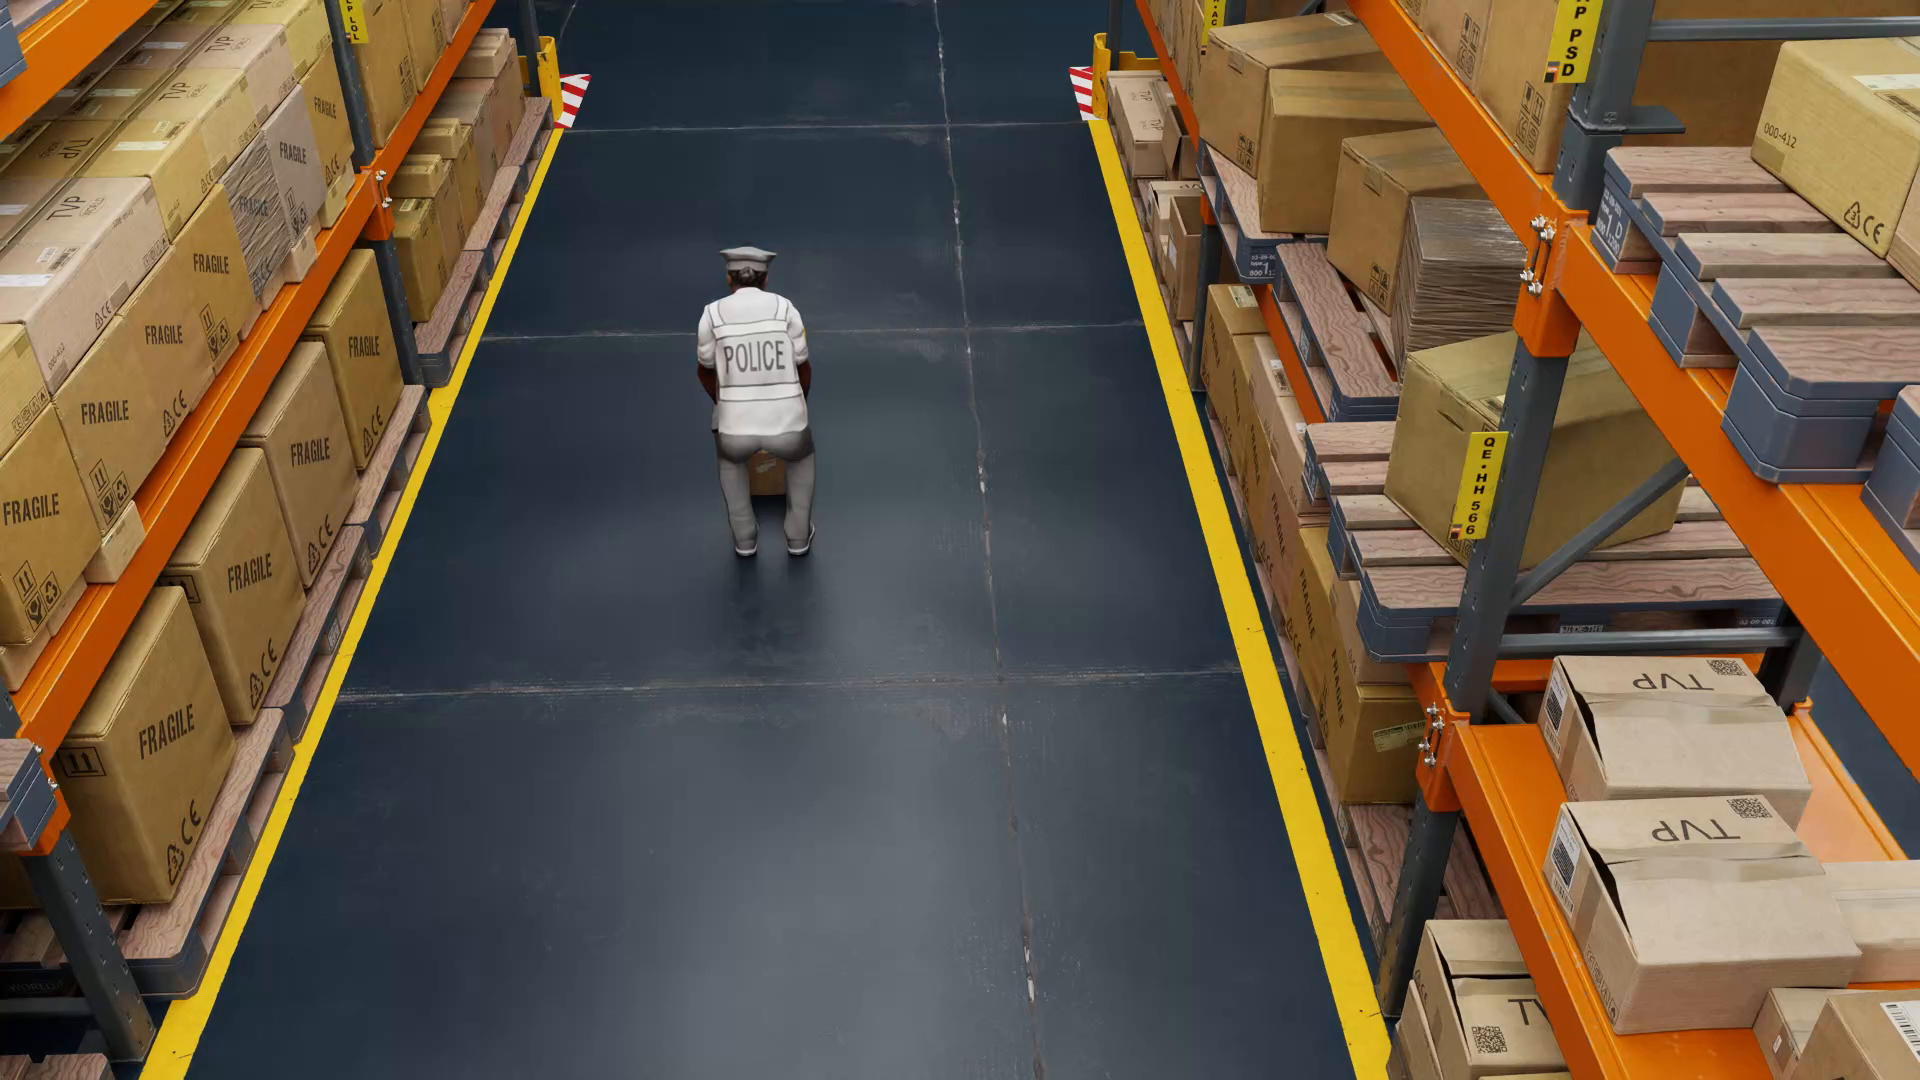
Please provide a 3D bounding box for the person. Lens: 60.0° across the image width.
[{"bbox_3d":[-0.892,-0.579,7.253,0.496,1.331,0.741,-1,35,-2],"label":"person"}]
